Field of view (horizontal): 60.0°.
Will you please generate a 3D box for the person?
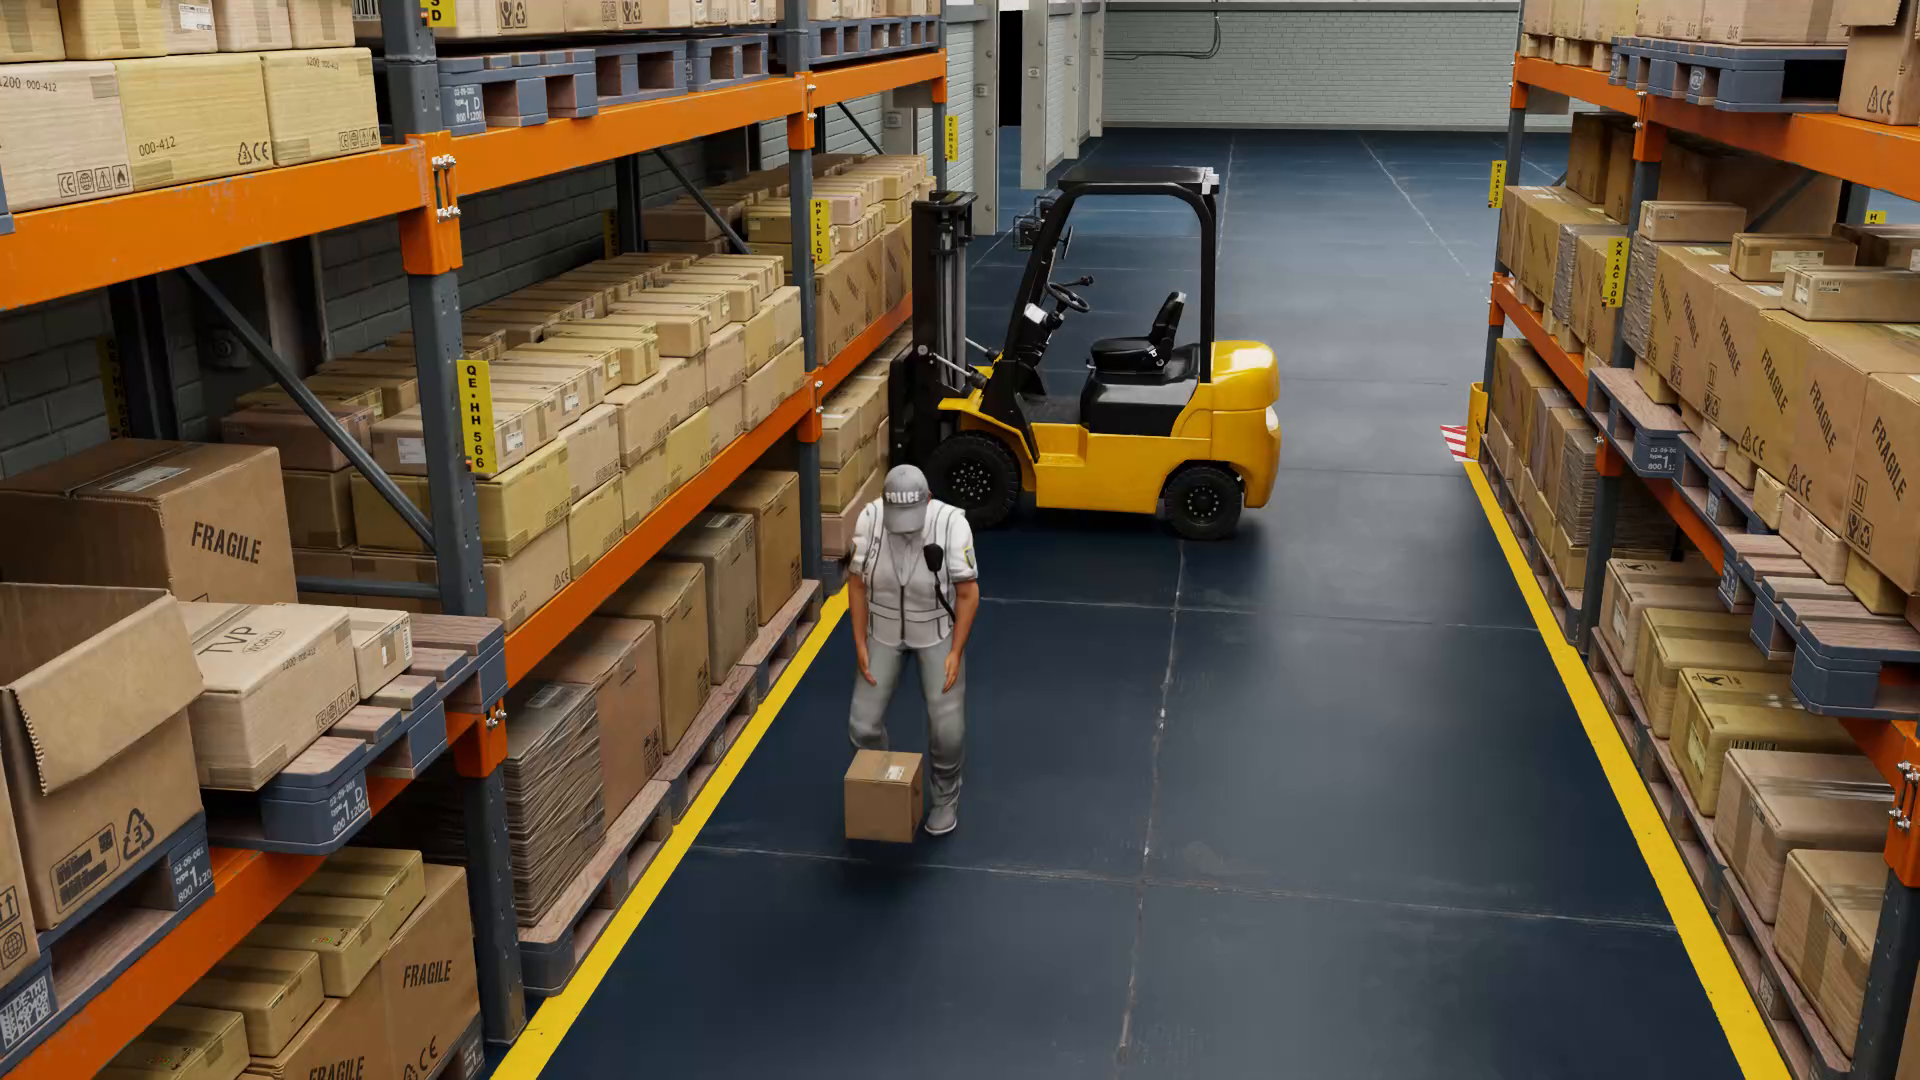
[{"bbox_3d":[-0.175,0.409,6.514,0.519,1.541,0.591,4,18,11],"label":"person"}]
